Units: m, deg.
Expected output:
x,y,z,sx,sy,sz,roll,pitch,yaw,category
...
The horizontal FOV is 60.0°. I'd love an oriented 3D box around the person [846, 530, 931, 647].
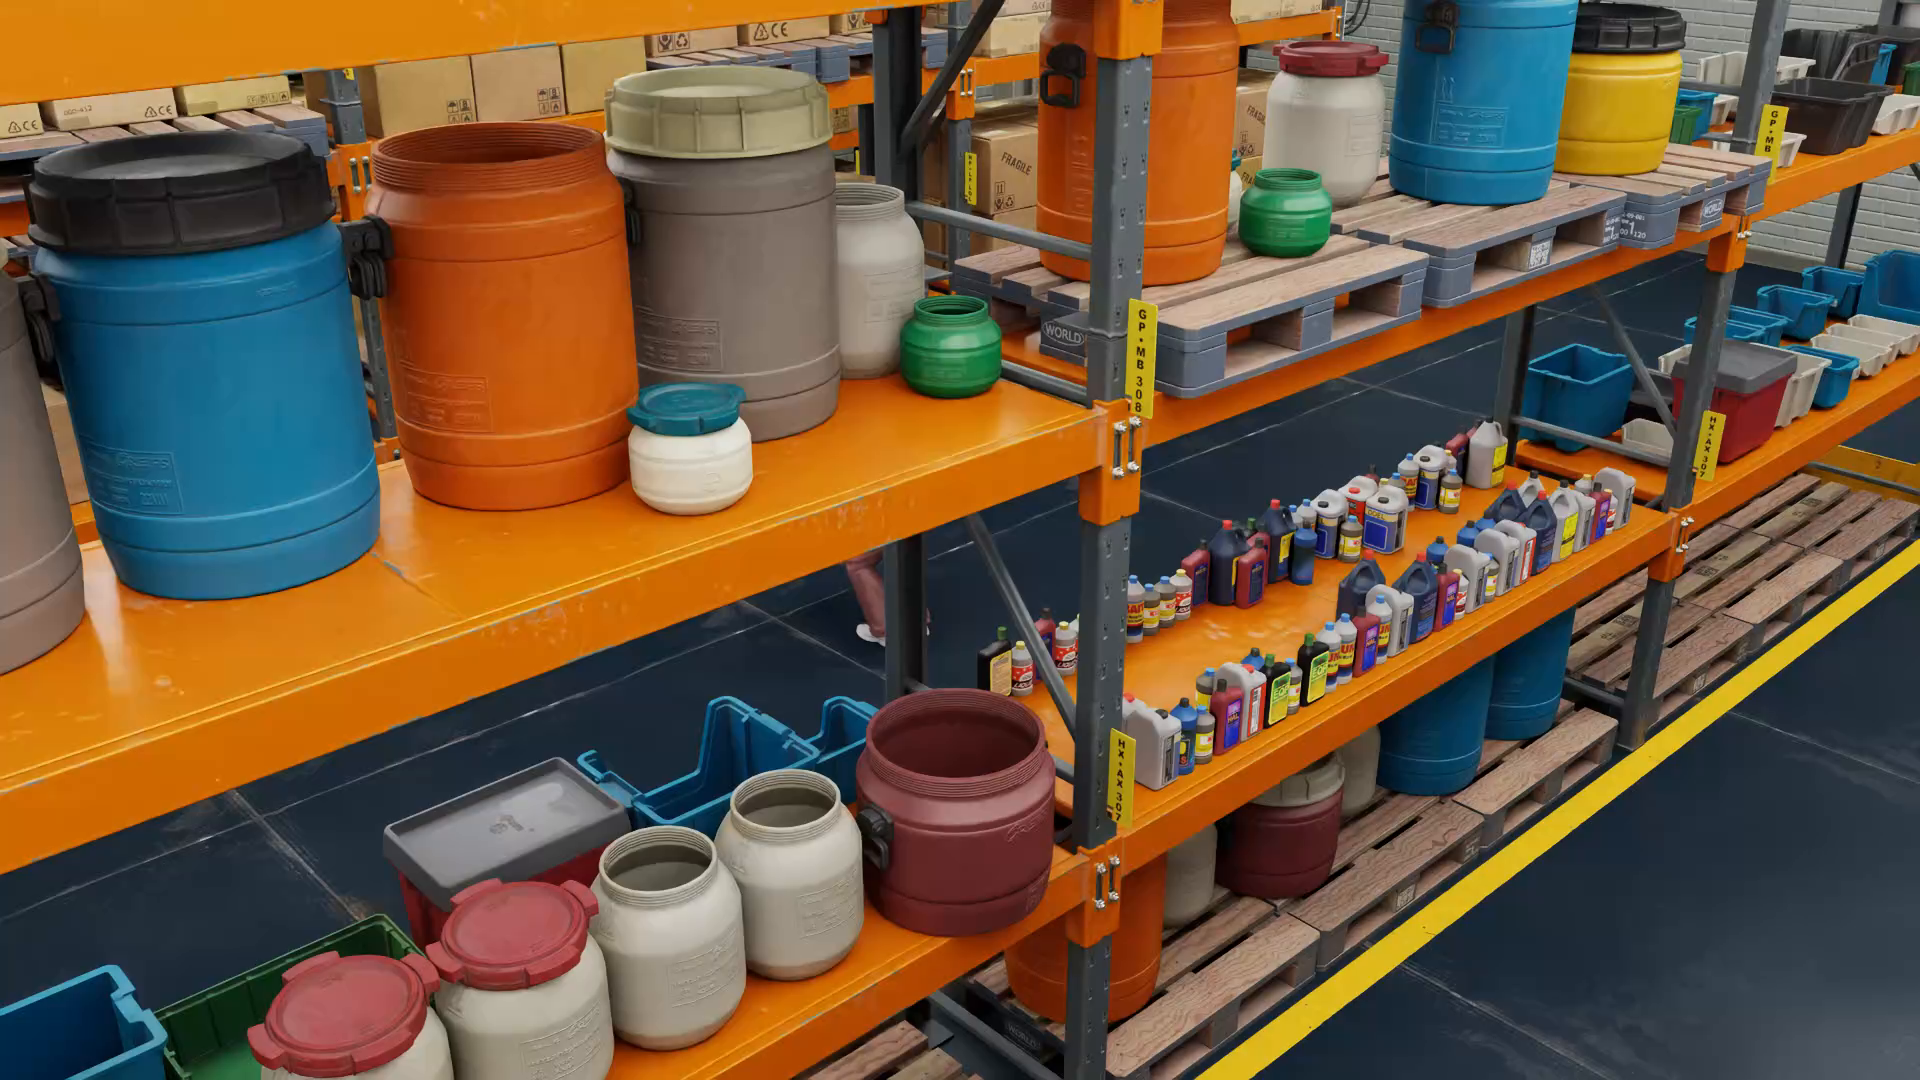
x,y,z,sx,sy,sz,roll,pitch,yaw,category
-0.505,-0.035,9.330,0.854,1.142,0.447,22,32,40,person
